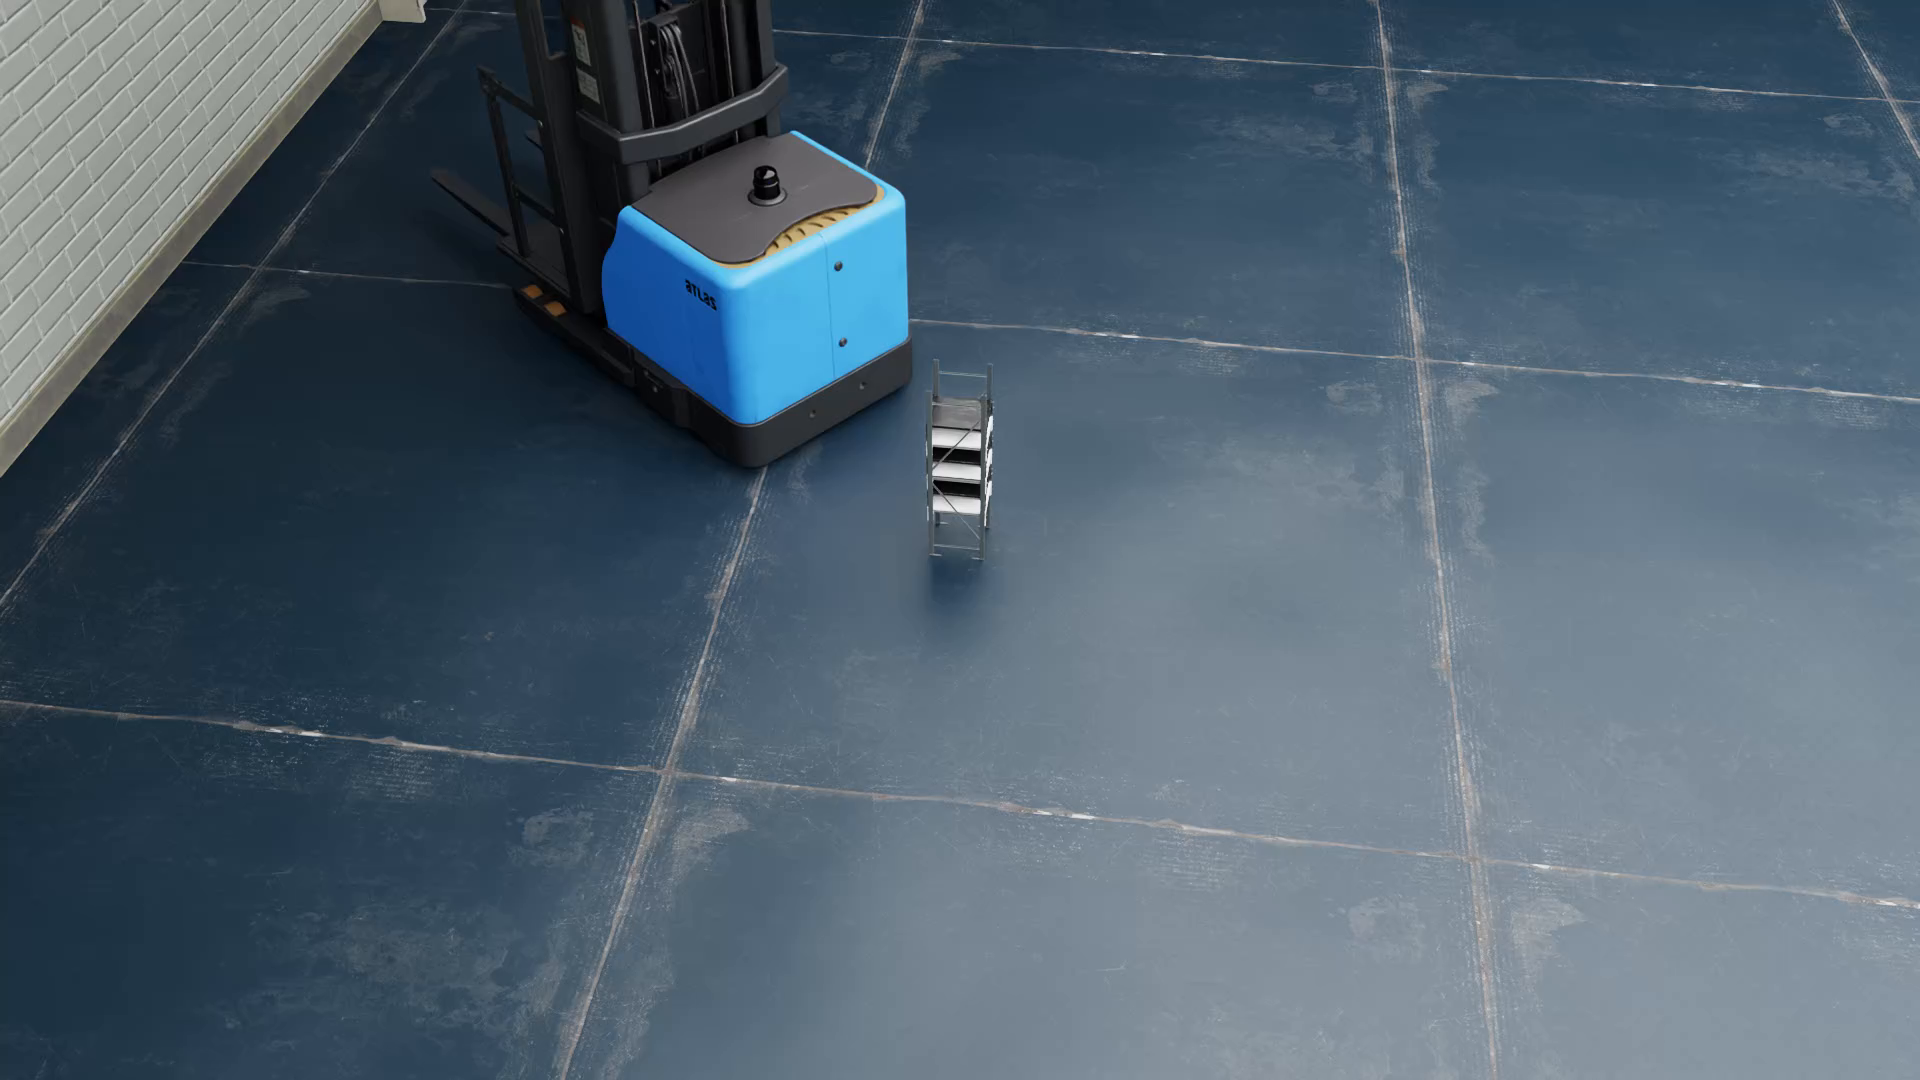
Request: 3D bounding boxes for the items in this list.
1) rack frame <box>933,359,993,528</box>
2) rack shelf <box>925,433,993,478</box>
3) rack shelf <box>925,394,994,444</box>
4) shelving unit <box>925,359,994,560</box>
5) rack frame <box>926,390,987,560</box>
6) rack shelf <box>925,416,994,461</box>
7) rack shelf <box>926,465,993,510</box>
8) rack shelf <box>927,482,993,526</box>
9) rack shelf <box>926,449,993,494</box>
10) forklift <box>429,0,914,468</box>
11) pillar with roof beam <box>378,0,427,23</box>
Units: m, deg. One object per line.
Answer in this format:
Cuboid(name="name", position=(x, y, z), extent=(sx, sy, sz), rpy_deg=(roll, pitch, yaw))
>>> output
Cuboid(name="rack frame", position=(0.012, -0.391, 7.008), extent=(0.240, 0.900, 0.006), rpy_deg=(5, 44, 6))
Cuboid(name="rack shelf", position=(-0.001, -0.362, 6.896), extent=(0.258, 0.077, 0.200), rpy_deg=(5, 44, 6))
Cuboid(name="rack shelf", position=(-0.001, -0.493, 6.772), extent=(0.258, 0.077, 0.200), rpy_deg=(5, 44, 6))
Cuboid(name="shelving unit", position=(-0.001, -0.321, 6.935), extent=(0.258, 0.900, 0.210), rpy_deg=(5, 44, 6))
Cuboid(name="rack frame", position=(-0.015, -0.252, 6.862), extent=(0.240, 0.900, 0.006), rpy_deg=(5, 44, 6))
Cuboid(name="rack shelf", position=(-0.001, -0.428, 6.834), extent=(0.258, 0.077, 0.200), rpy_deg=(5, 44, 6))
Cuboid(name="rack shelf", position=(-0.001, -0.232, 7.020), extent=(0.258, 0.077, 0.200), rpy_deg=(5, 44, 6))
Cuboid(name="rack shelf", position=(-0.001, -0.166, 7.081), extent=(0.258, 0.077, 0.200), rpy_deg=(5, 44, 6))
Cuboid(name="rack shelf", position=(-0.001, -0.297, 6.958), extent=(0.258, 0.077, 0.200), rpy_deg=(5, 44, 6))
Cuboid(name="forklift", position=(-1.600, -2.307, 7.555), extent=(1.130, 2.935, 3.031), rpy_deg=(-33, 53, -30))
Cuboid(name="pillar with roof beam", position=(0.654, -6.384, 7.447), extent=(9.100, 9.000, 0.400), rpy_deg=(5, 44, 6))
